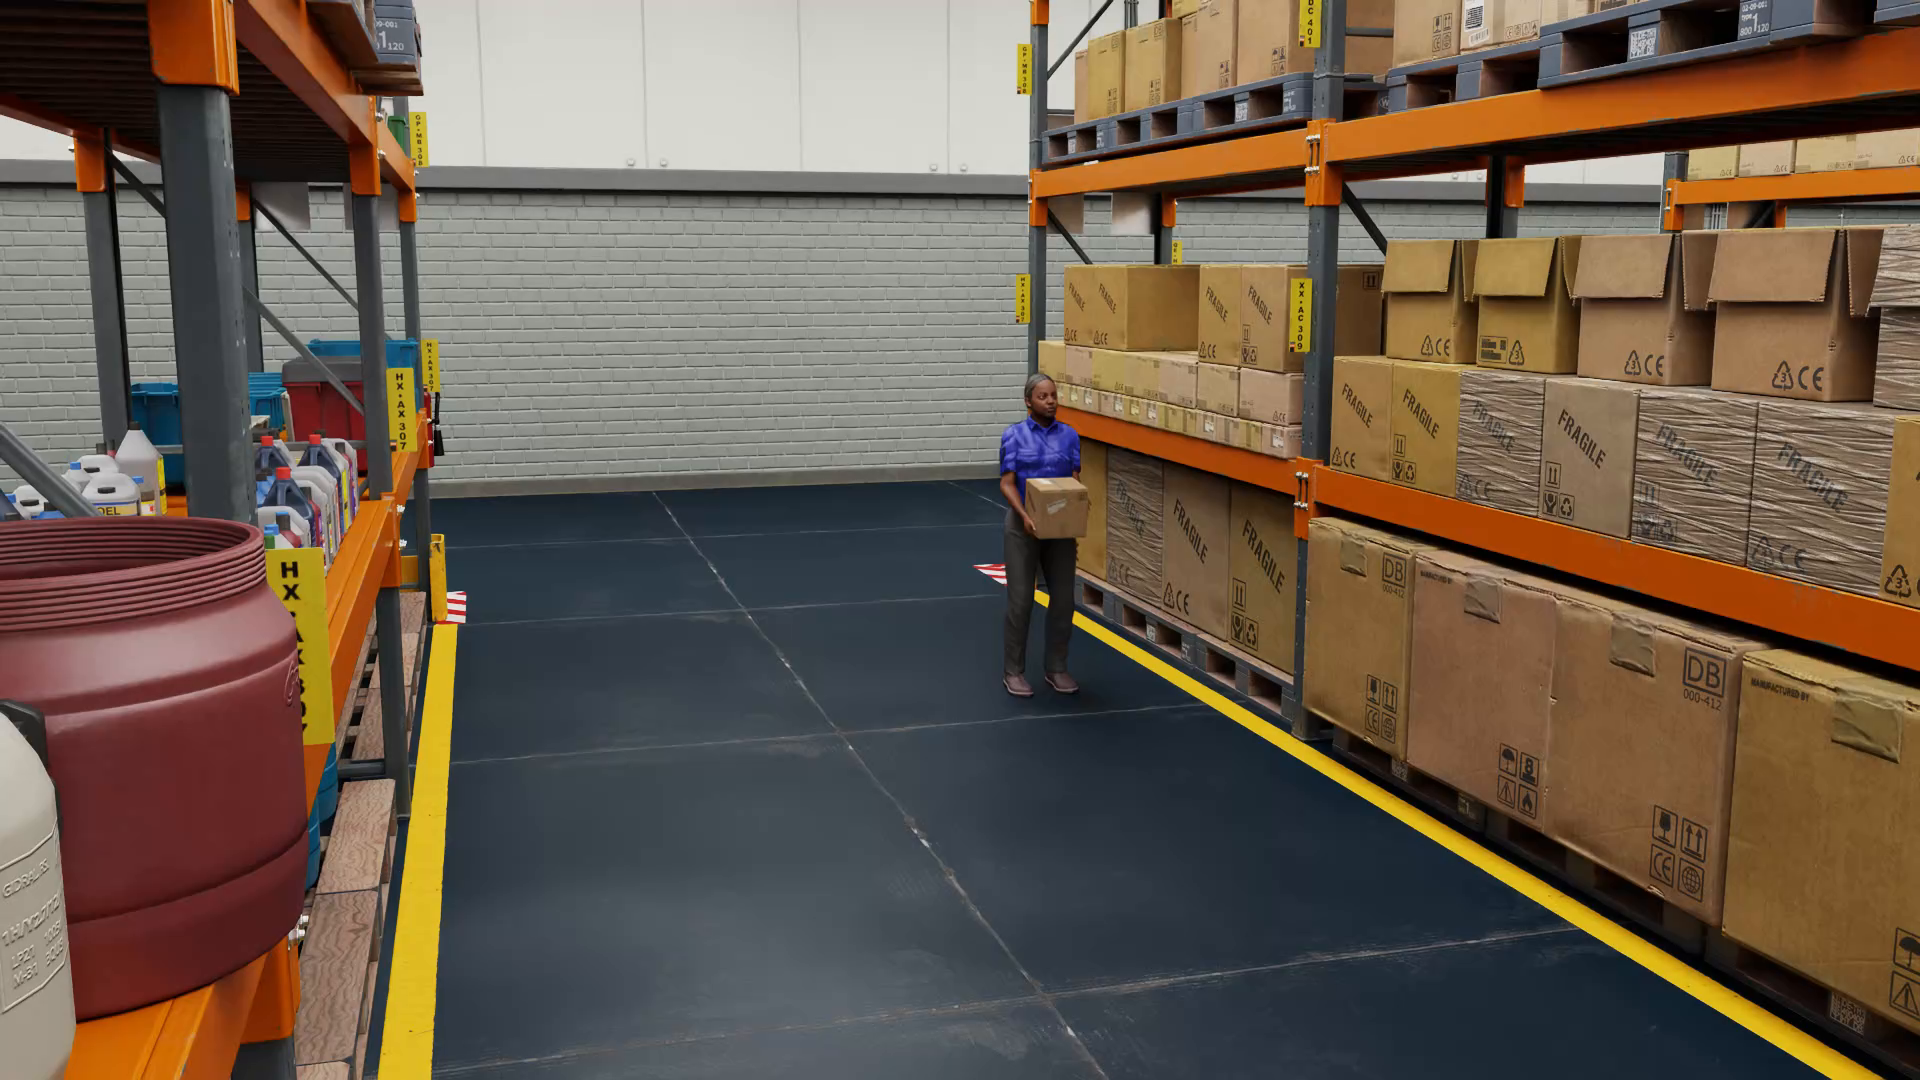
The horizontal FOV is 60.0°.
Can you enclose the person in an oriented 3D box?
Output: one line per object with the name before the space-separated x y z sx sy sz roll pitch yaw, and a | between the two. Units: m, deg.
person | 0.434 -0.018 8.538 0.451 1.650 0.518 -3 10 -15
